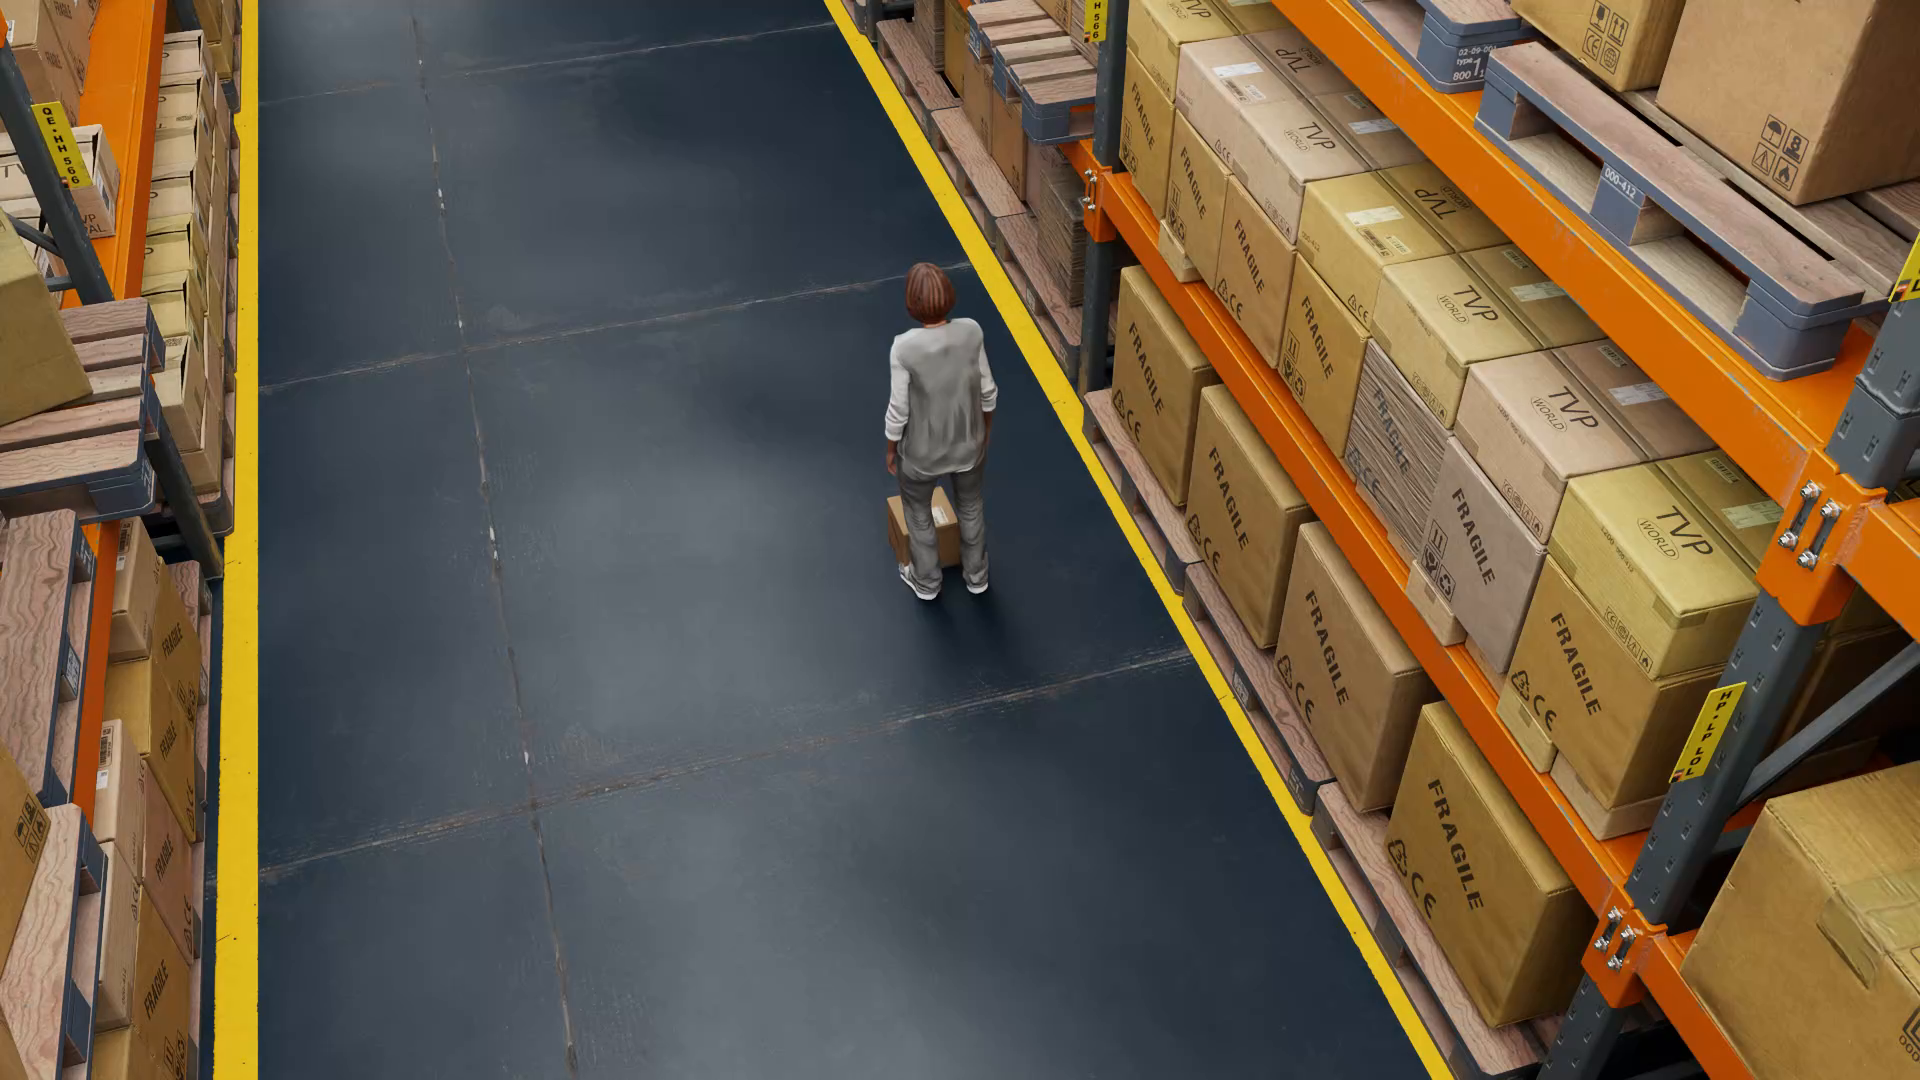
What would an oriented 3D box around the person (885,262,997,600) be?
[{"bbox_3d":[-0.082,-0.382,6.591,0.468,1.580,0.376,-14,45,-14],"label":"person"}]
